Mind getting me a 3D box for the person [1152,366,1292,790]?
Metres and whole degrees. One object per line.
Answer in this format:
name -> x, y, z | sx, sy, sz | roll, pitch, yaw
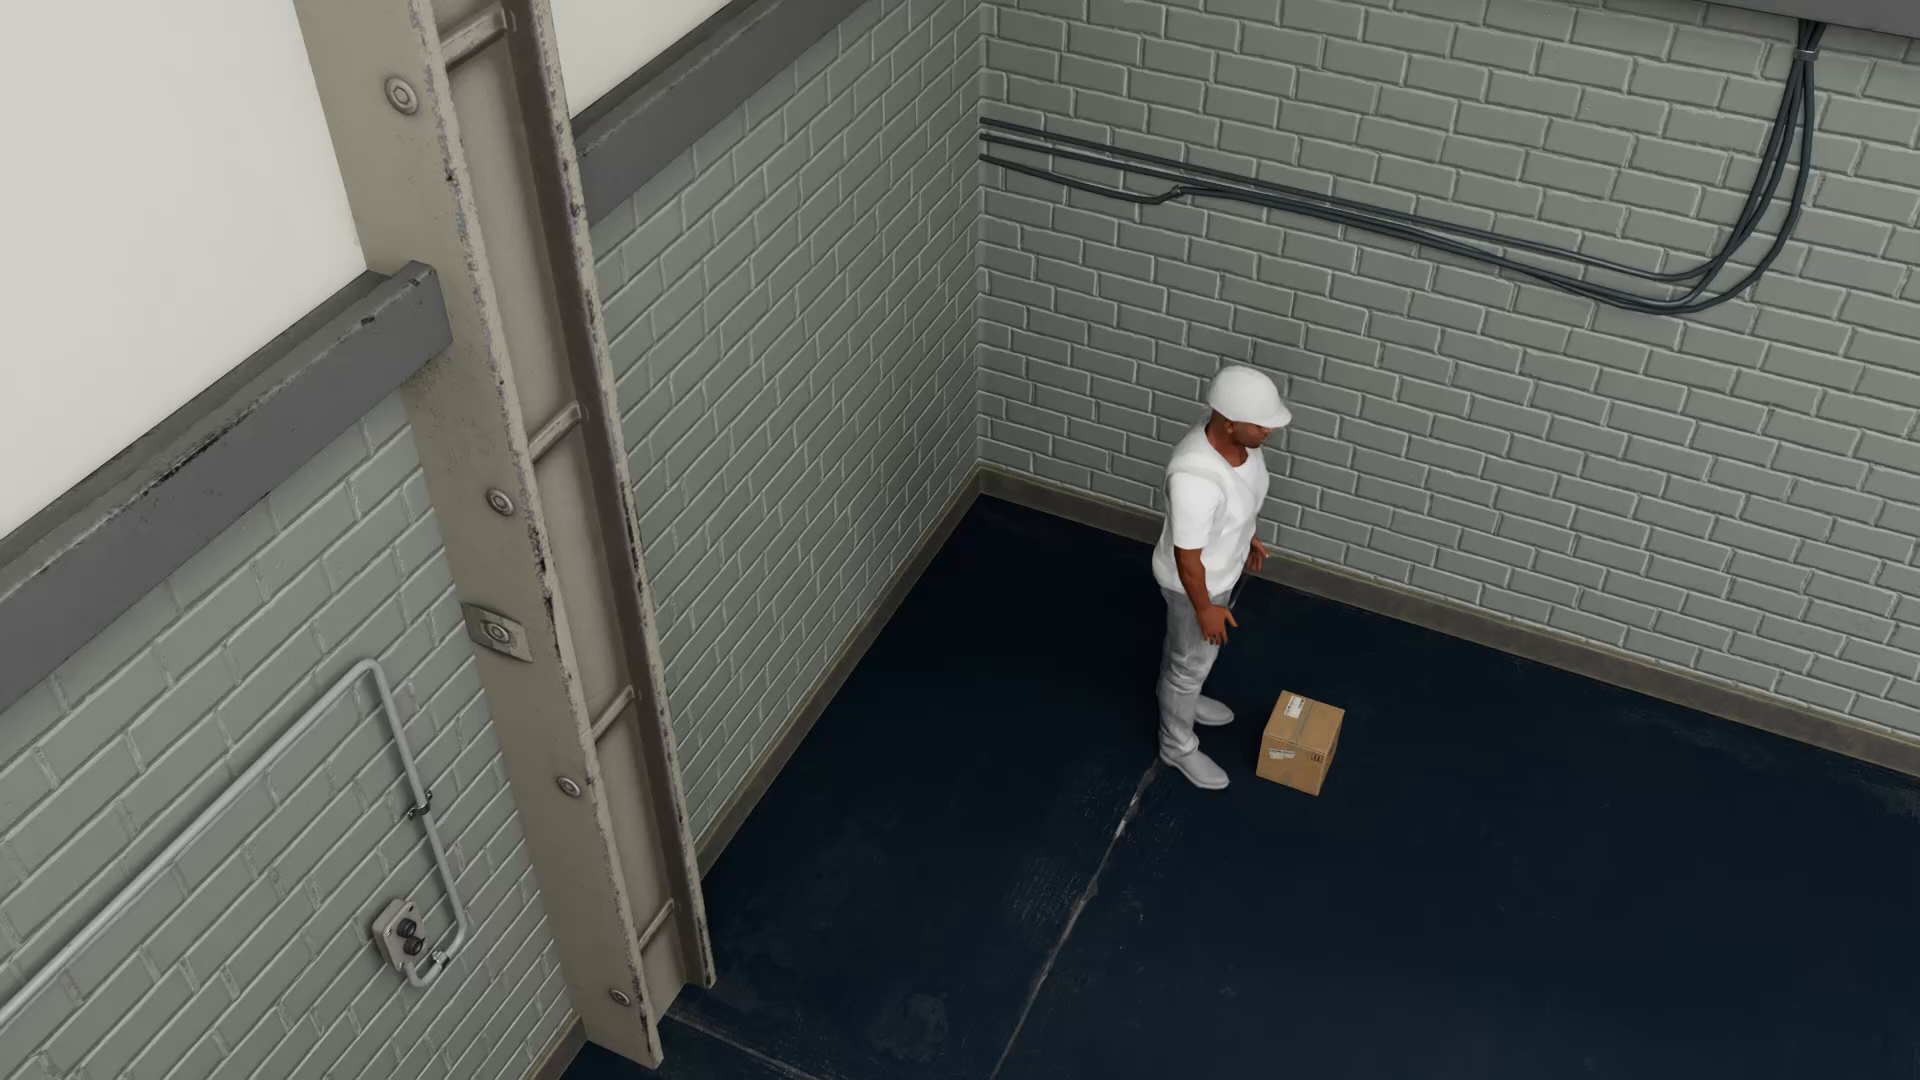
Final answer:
person -> 0.932, 0.104, 6.062 | 0.437, 1.777, 0.574 | 18, 45, 19
